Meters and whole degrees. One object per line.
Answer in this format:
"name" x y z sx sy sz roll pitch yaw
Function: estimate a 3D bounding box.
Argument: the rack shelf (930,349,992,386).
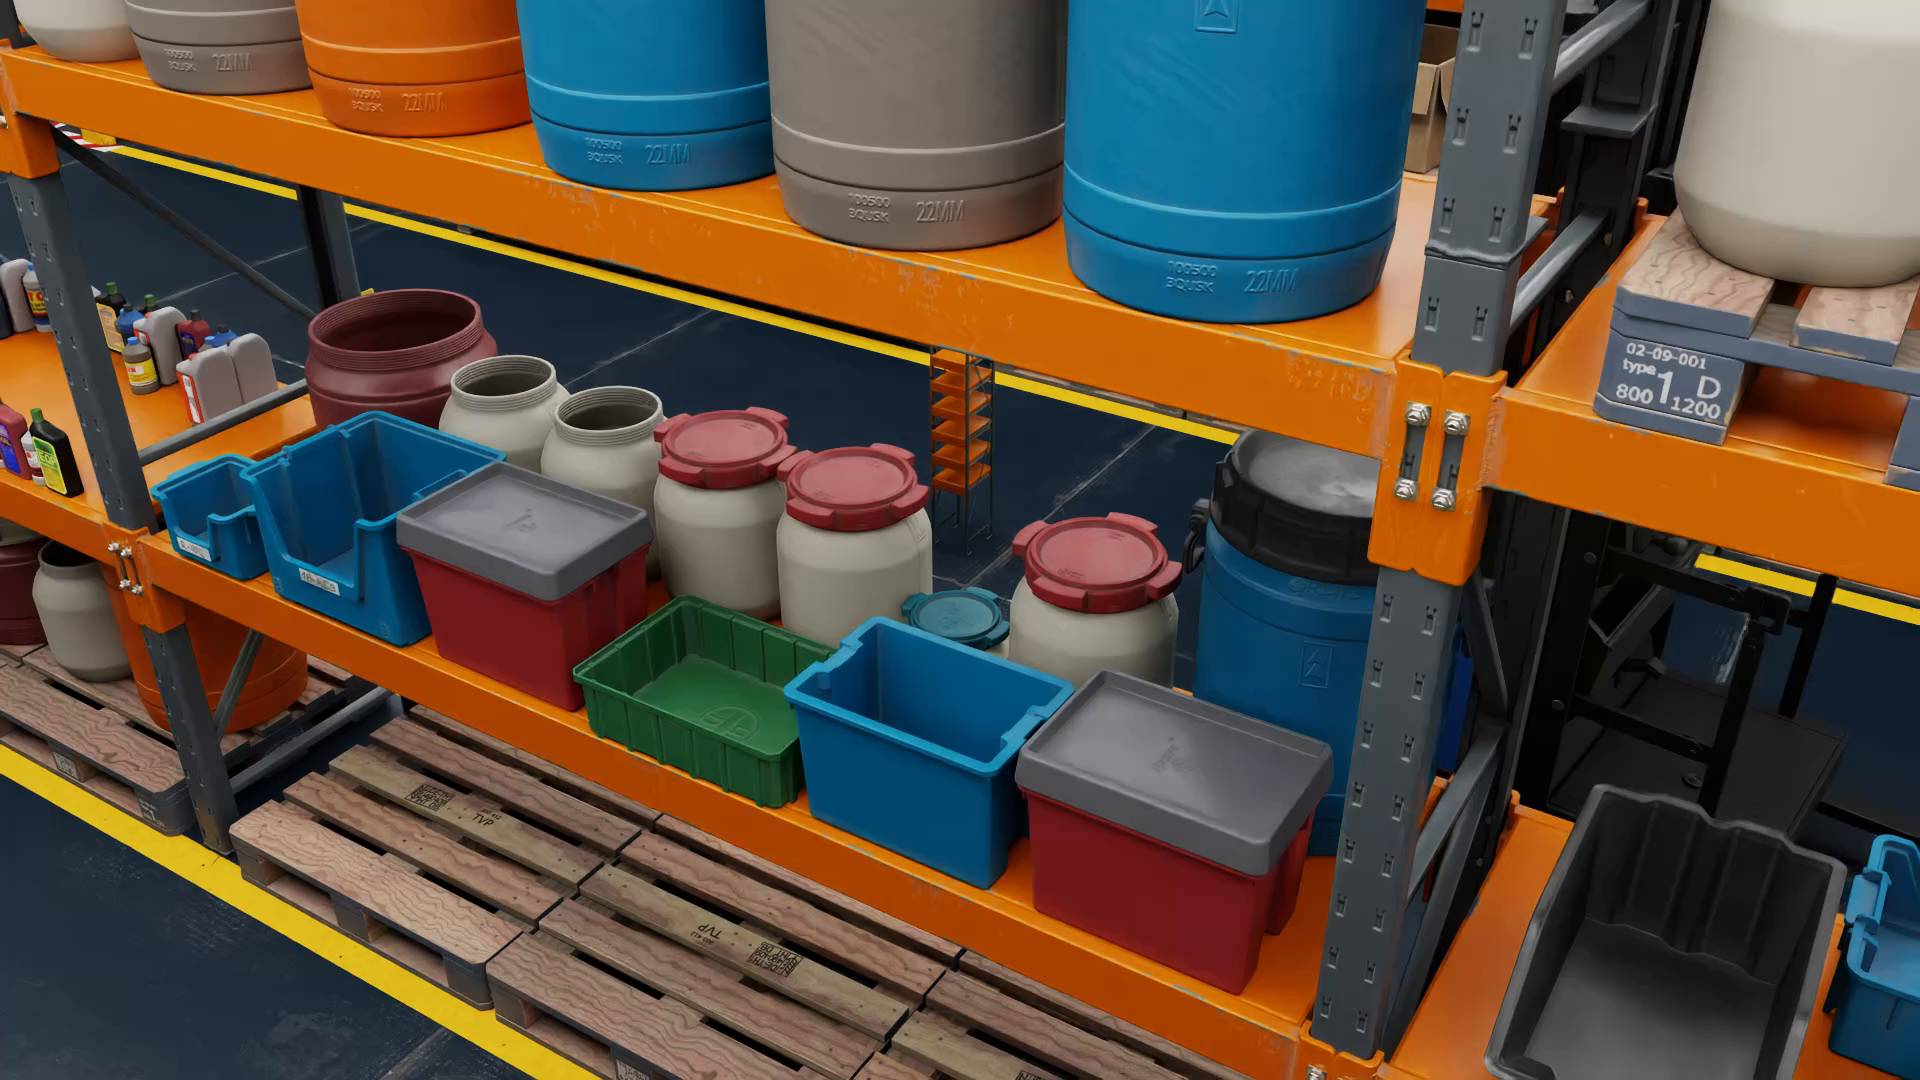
"rack shelf" 0.012 -0.787 7.282 0.180 0.103 0.258 18 35 27

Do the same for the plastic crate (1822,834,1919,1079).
"plastic crate" 2.111 0.908 3.364 0.616 0.251 0.499 18 35 27

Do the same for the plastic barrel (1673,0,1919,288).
"plastic barrel" 1.289 -0.663 2.405 0.421 0.512 0.421 0 30 0

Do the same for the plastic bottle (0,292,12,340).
"plastic bottle" -3.828 -0.956 6.461 0.185 0.351 0.144 18 35 27

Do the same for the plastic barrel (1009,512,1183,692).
"plastic barrel" 0.335 0.255 4.202 0.433 0.535 0.433 0 30 0

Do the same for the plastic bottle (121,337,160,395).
"plastic bottle" -2.996 -0.642 6.071 0.097 0.201 0.097 0 30 0

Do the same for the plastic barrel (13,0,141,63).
"plastic barrel" -2.259 -1.538 4.322 0.421 0.512 0.421 0 30 0

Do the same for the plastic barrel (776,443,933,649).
"plastic barrel" -0.286 0.058 4.539 0.433 0.535 0.433 0 30 0

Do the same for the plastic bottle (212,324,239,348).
"plastic bottle" -2.637 -0.649 6.014 0.097 0.271 0.097 0 30 0

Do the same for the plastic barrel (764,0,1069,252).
"plastic barrel" -0.071 -1.068 3.129 0.600 0.901 0.600 0 30 0

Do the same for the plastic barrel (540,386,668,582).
"plastic barrel" -1.017 -0.159 4.936 0.421 0.512 0.421 0 30 0

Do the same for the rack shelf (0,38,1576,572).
"rack shelf" -0.665 -0.858 3.980 4.000 0.370 1.077 18 35 27

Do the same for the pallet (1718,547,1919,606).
"pallet" 4.250 -0.081 7.680 1.213 0.211 1.003 18 35 27

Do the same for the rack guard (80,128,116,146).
"rack guard" -6.522 -3.592 13.411 0.348 0.500 1.175 18 35 27

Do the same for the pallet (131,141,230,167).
"pallet" -5.783 -3.280 13.163 1.213 0.211 1.003 18 35 27

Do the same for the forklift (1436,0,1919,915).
"forklift" 2.446 -0.221 5.221 3.031 2.935 1.130 23 37 33

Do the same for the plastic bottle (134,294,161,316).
"plastic bottle" -3.035 -0.791 6.245 0.133 0.283 0.061 18 35 27

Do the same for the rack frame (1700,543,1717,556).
"rack frame" 3.662 -1.451 7.260 0.127 3.000 1.000 18 35 27

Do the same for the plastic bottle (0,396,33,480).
"plastic bottle" -3.124 -0.346 5.482 0.133 0.283 0.061 18 35 27

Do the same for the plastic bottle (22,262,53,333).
"plastic bottle" -3.615 -0.959 6.545 0.097 0.271 0.097 0 30 0

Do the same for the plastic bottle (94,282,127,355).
"plastic bottle" -3.230 -0.853 6.351 0.133 0.283 0.061 18 35 27

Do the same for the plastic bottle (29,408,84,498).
"plastic bottle" -2.928 -0.284 5.376 0.133 0.283 0.061 18 35 27

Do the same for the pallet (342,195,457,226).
"pallet" -3.716 -2.627 12.043 1.213 0.211 1.003 18 35 27

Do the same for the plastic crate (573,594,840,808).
"plastic crate" -0.596 0.409 4.283 0.662 0.188 0.450 18 35 27

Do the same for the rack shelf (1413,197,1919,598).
"rack shelf" 2.723 0.214 2.144 4.000 0.370 1.077 18 35 27

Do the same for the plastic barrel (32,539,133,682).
"plastic barrel" -3.308 0.248 6.400 0.421 0.512 0.421 0 30 0

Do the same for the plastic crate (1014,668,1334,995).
"plastic crate" 0.456 0.636 3.619 0.583 0.464 0.402 18 35 27

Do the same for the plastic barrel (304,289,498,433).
"plastic barrel" -1.805 -0.472 5.448 0.708 0.536 0.600 18 35 27

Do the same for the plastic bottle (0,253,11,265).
"plastic bottle" -3.861 -1.057 6.634 0.185 0.351 0.144 18 35 27

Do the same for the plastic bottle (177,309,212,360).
"plastic bottle" -2.808 -0.719 6.122 0.133 0.283 0.061 18 35 27

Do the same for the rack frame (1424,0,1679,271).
"rack frame" 1.029 -1.928 2.125 0.127 3.000 1.000 18 35 27

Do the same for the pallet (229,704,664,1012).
"pallet" -1.723 1.020 5.792 1.213 0.211 1.003 18 35 27

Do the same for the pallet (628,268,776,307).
"pallet" -1.383 -1.888 10.778 1.213 0.211 1.003 18 35 27

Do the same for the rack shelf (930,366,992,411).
"rack shelf" 0.012 -0.683 7.342 0.180 0.103 0.258 18 35 27

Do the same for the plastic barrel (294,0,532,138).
"plastic barrel" -1.225 -1.402 3.773 0.708 0.830 0.600 18 35 27

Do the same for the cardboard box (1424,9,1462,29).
"cardboard box" 3.465 -3.620 12.795 0.750 0.750 1.050 17 34 27

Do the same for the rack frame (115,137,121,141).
"rack frame" -6.502 -4.665 12.770 0.127 3.000 1.000 18 35 27

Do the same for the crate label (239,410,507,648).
"crate label" -1.661 -0.042 4.810 0.616 0.435 0.502 18 35 27

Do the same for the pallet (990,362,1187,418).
"pallet" 0.935 -1.108 9.440 1.213 0.211 1.003 18 35 27

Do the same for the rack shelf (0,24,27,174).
"rack shelf" -4.053 -1.929 5.817 4.000 0.370 1.077 18 35 27

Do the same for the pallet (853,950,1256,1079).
"pallet" 0.343 1.674 4.671 1.213 0.211 1.003 18 35 27

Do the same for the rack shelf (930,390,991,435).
"rack shelf" 0.012 -0.580 7.403 0.180 0.103 0.258 18 35 27

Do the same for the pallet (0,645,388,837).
"pallet" -3.049 0.603 6.508 1.213 0.211 1.003 18 35 27

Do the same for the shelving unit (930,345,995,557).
"shelving unit" 0.012 -0.514 7.441 0.189 1.200 0.258 18 35 27

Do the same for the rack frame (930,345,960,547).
"rack frame" -0.065 -0.539 7.483 0.006 1.200 0.240 18 35 27
